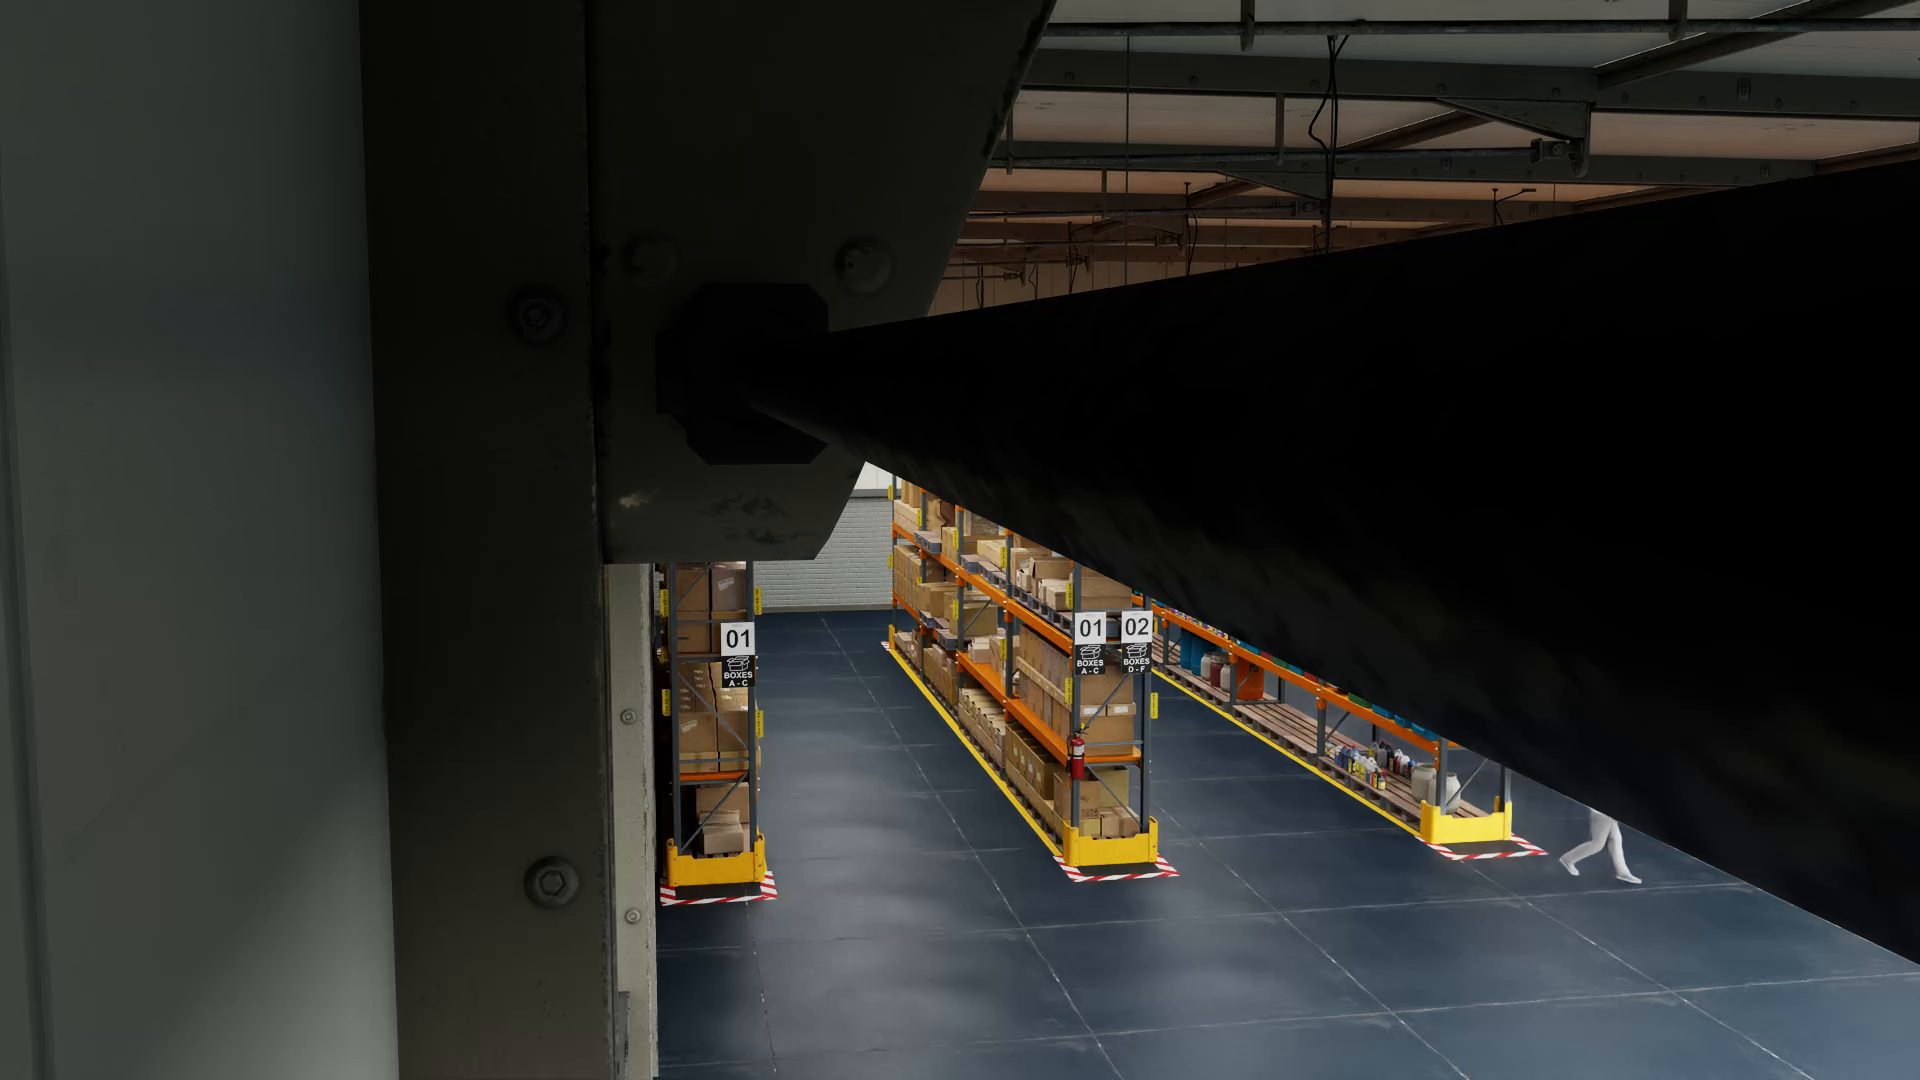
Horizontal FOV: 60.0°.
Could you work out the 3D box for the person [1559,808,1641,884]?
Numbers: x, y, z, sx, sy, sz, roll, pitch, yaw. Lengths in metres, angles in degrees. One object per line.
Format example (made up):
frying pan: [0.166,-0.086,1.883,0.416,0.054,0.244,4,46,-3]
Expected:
person: [7.759,3.299,20.080,0.947,1.684,0.594,2,7,20]
